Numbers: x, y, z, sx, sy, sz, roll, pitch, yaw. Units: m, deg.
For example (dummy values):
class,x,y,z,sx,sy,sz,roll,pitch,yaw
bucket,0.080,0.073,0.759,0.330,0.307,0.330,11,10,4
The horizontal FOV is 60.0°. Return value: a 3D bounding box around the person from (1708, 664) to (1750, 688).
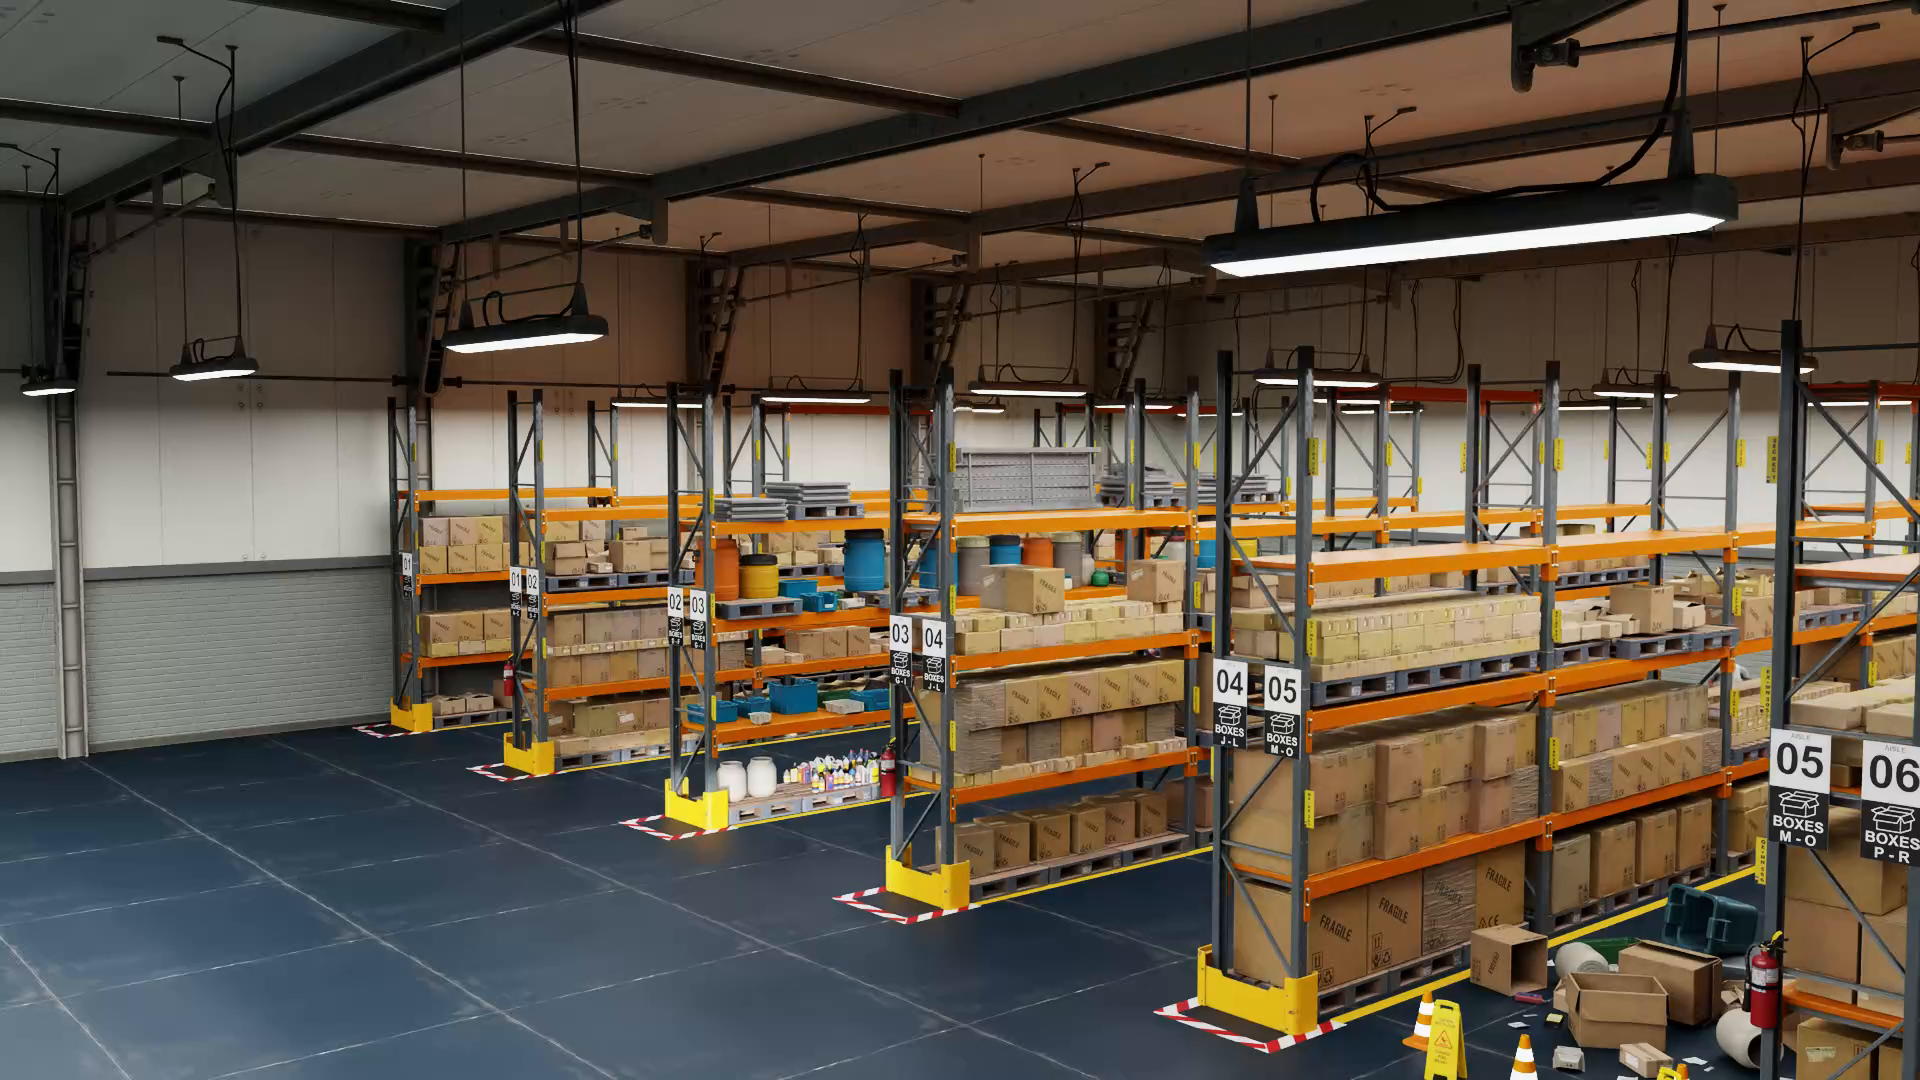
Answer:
class,x,y,z,sx,sy,sz,roll,pitch,yaw
person,12.936,2.681,27.903,0.660,1.709,0.558,1,3,15
